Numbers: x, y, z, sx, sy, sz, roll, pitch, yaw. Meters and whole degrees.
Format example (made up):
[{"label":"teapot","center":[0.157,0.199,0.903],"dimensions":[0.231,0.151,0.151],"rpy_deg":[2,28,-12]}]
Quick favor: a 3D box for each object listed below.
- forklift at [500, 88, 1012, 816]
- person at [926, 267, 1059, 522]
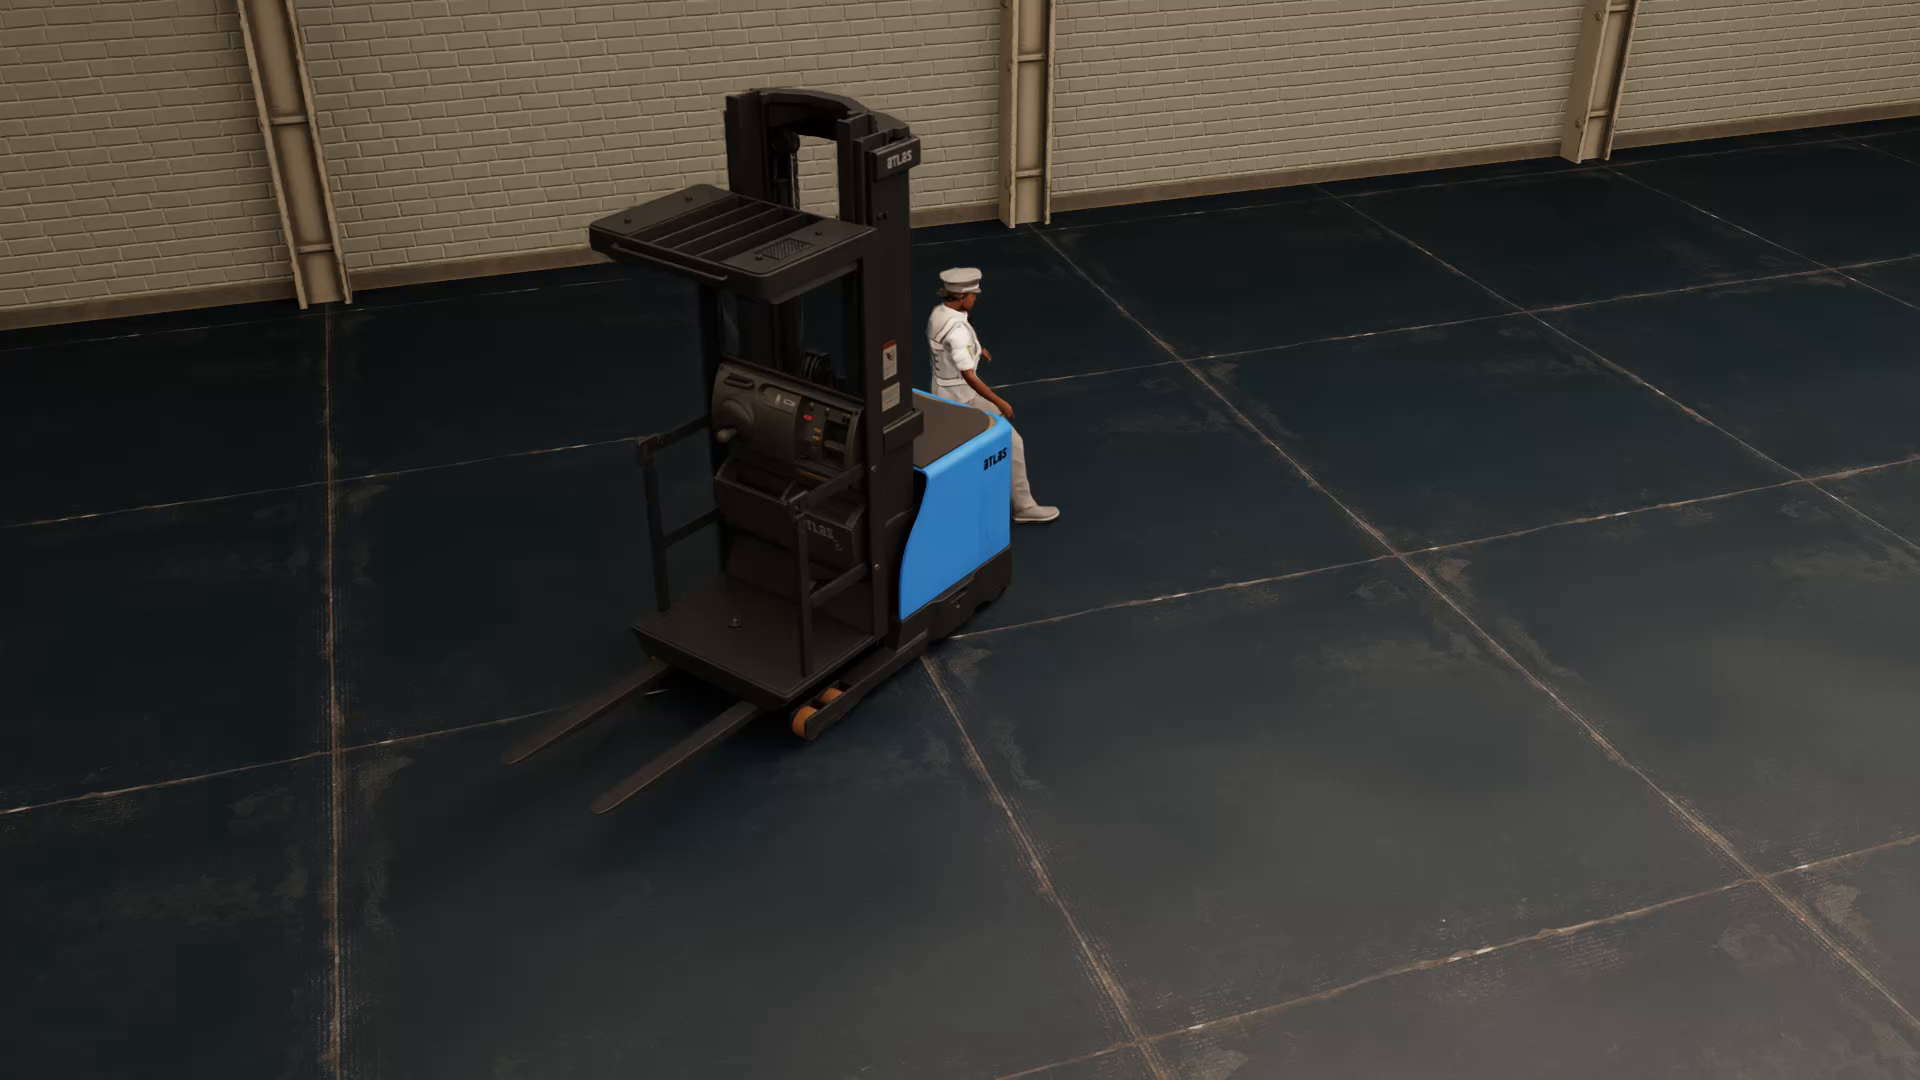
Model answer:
[{"label":"forklift","center":[-0.987,-0.551,8.044],"dimensions":[1.130,2.935,3.031],"rpy_deg":[20,36,31]},{"label":"person","center":[0.109,-0.925,10.140],"dimensions":[0.863,1.525,0.881],"rpy_deg":[-6,31,-11]}]
